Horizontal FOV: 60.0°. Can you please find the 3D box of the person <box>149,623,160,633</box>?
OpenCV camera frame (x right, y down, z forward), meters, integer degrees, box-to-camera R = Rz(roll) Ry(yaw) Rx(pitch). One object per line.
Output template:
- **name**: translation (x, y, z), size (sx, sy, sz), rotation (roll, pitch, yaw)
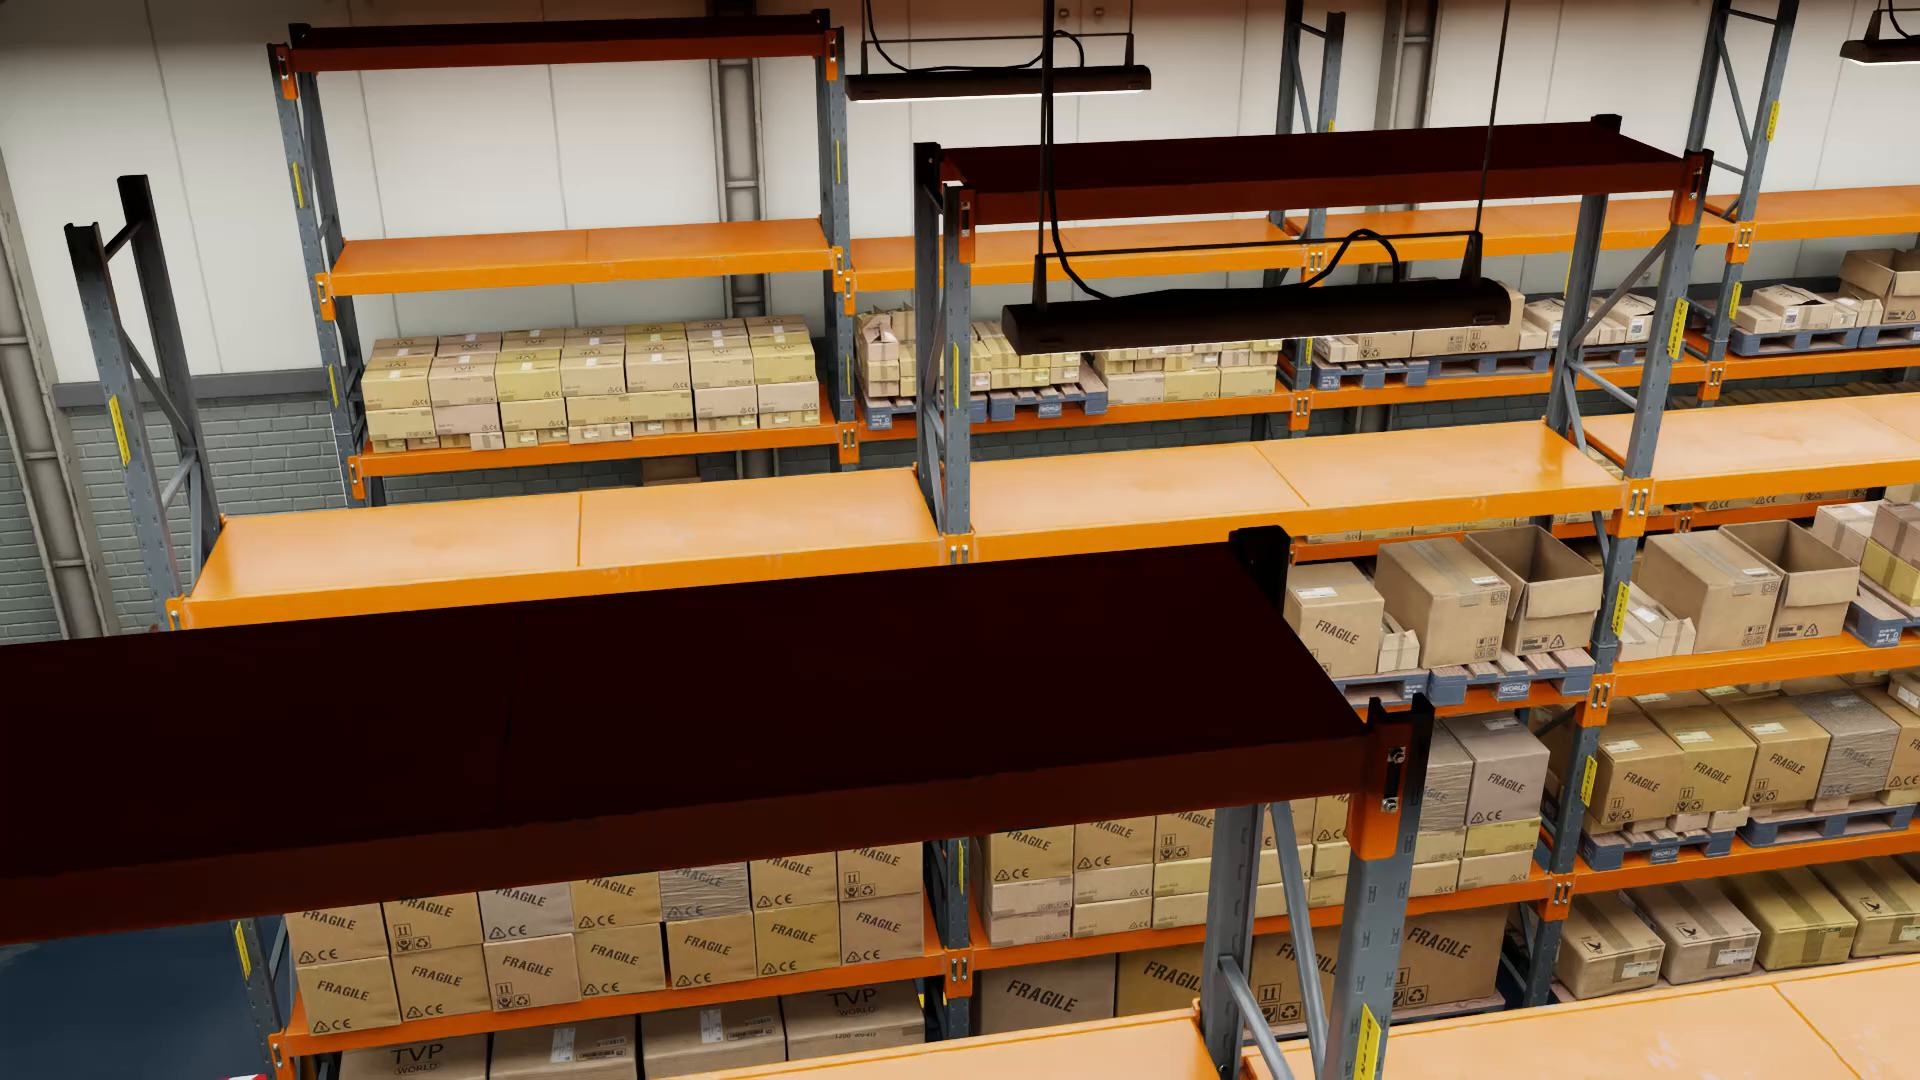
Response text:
- **person**: translation (-6.492, 1.356, 13.686), size (0.447, 1.566, 0.884), rotation (-13, 29, -26)
